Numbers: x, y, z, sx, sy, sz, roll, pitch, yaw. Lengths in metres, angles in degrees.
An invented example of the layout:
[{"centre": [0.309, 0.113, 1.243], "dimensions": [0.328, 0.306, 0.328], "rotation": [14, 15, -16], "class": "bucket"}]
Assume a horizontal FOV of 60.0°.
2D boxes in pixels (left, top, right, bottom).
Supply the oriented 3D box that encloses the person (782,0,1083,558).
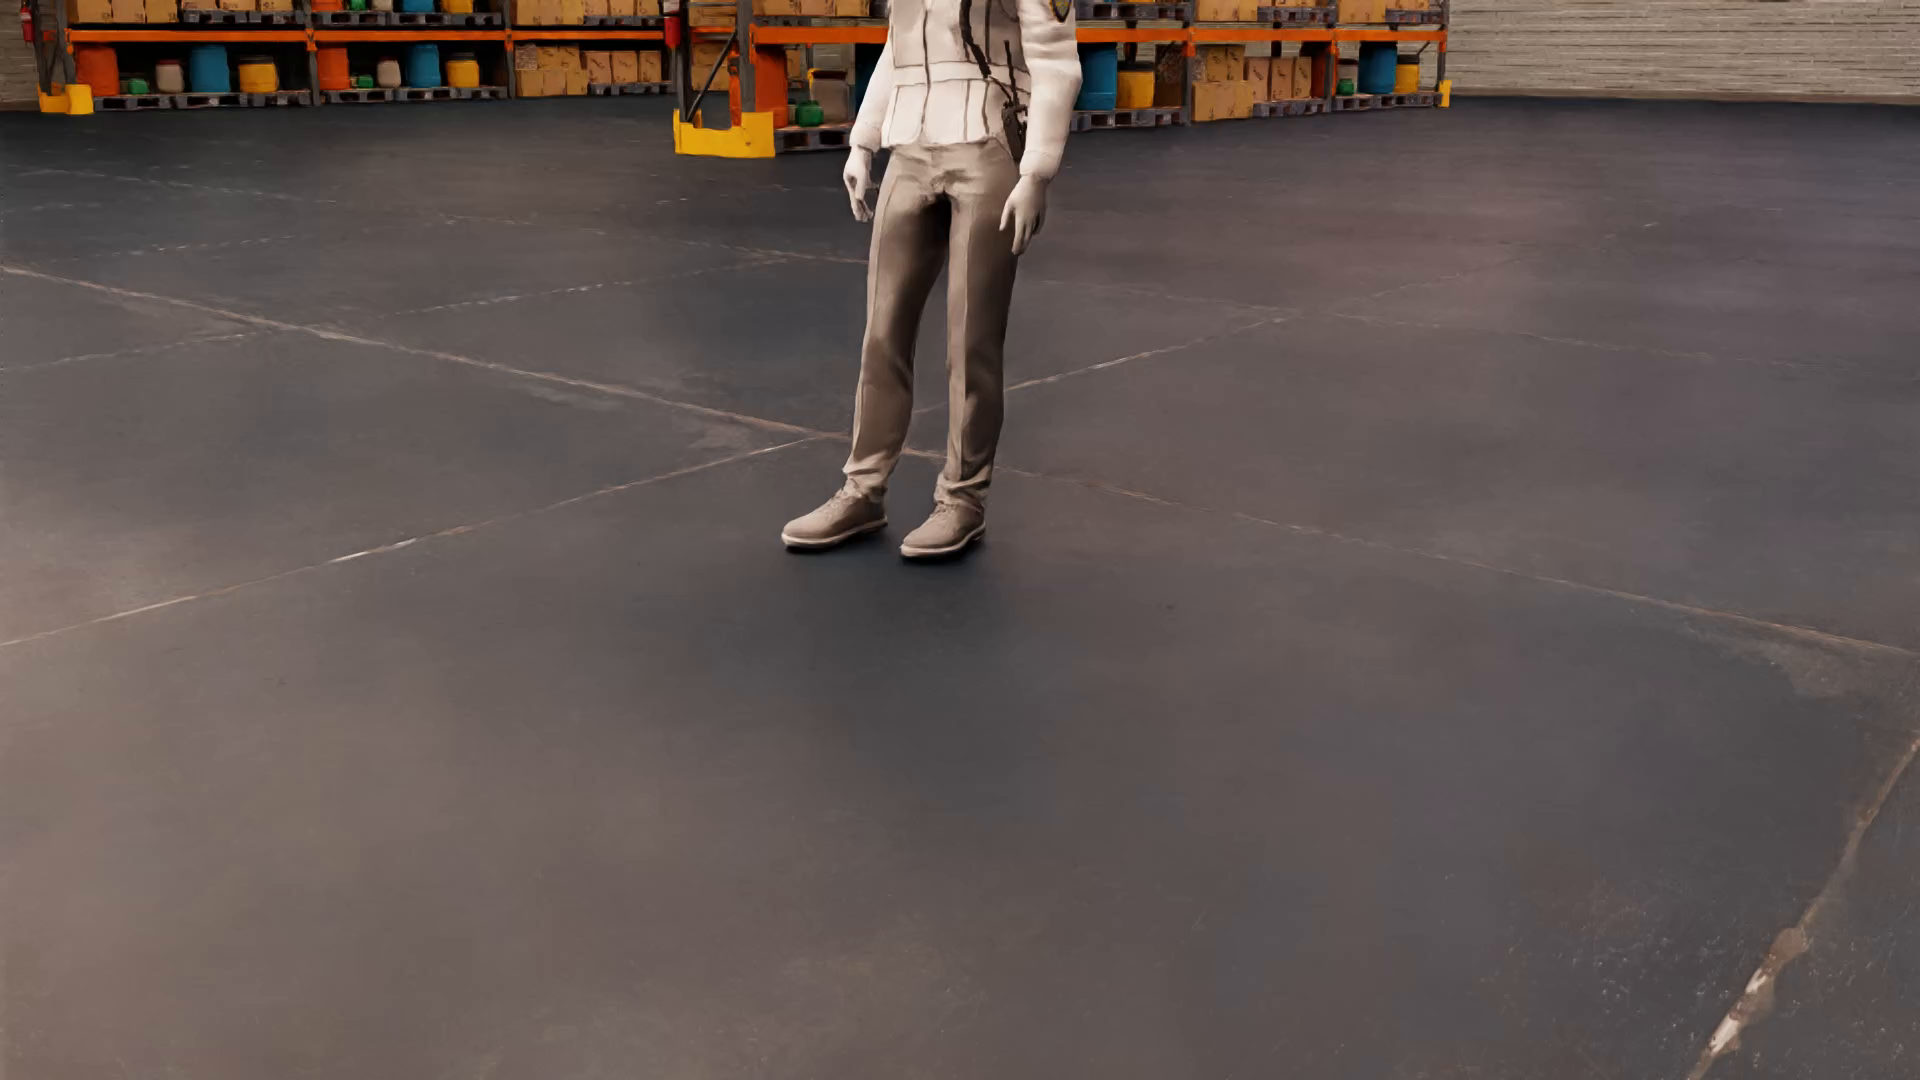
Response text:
[{"centre": [-0.049, -0.804, 3.648], "dimensions": [0.586, 1.695, 0.533], "rotation": [13, 21, 37], "class": "person"}]
